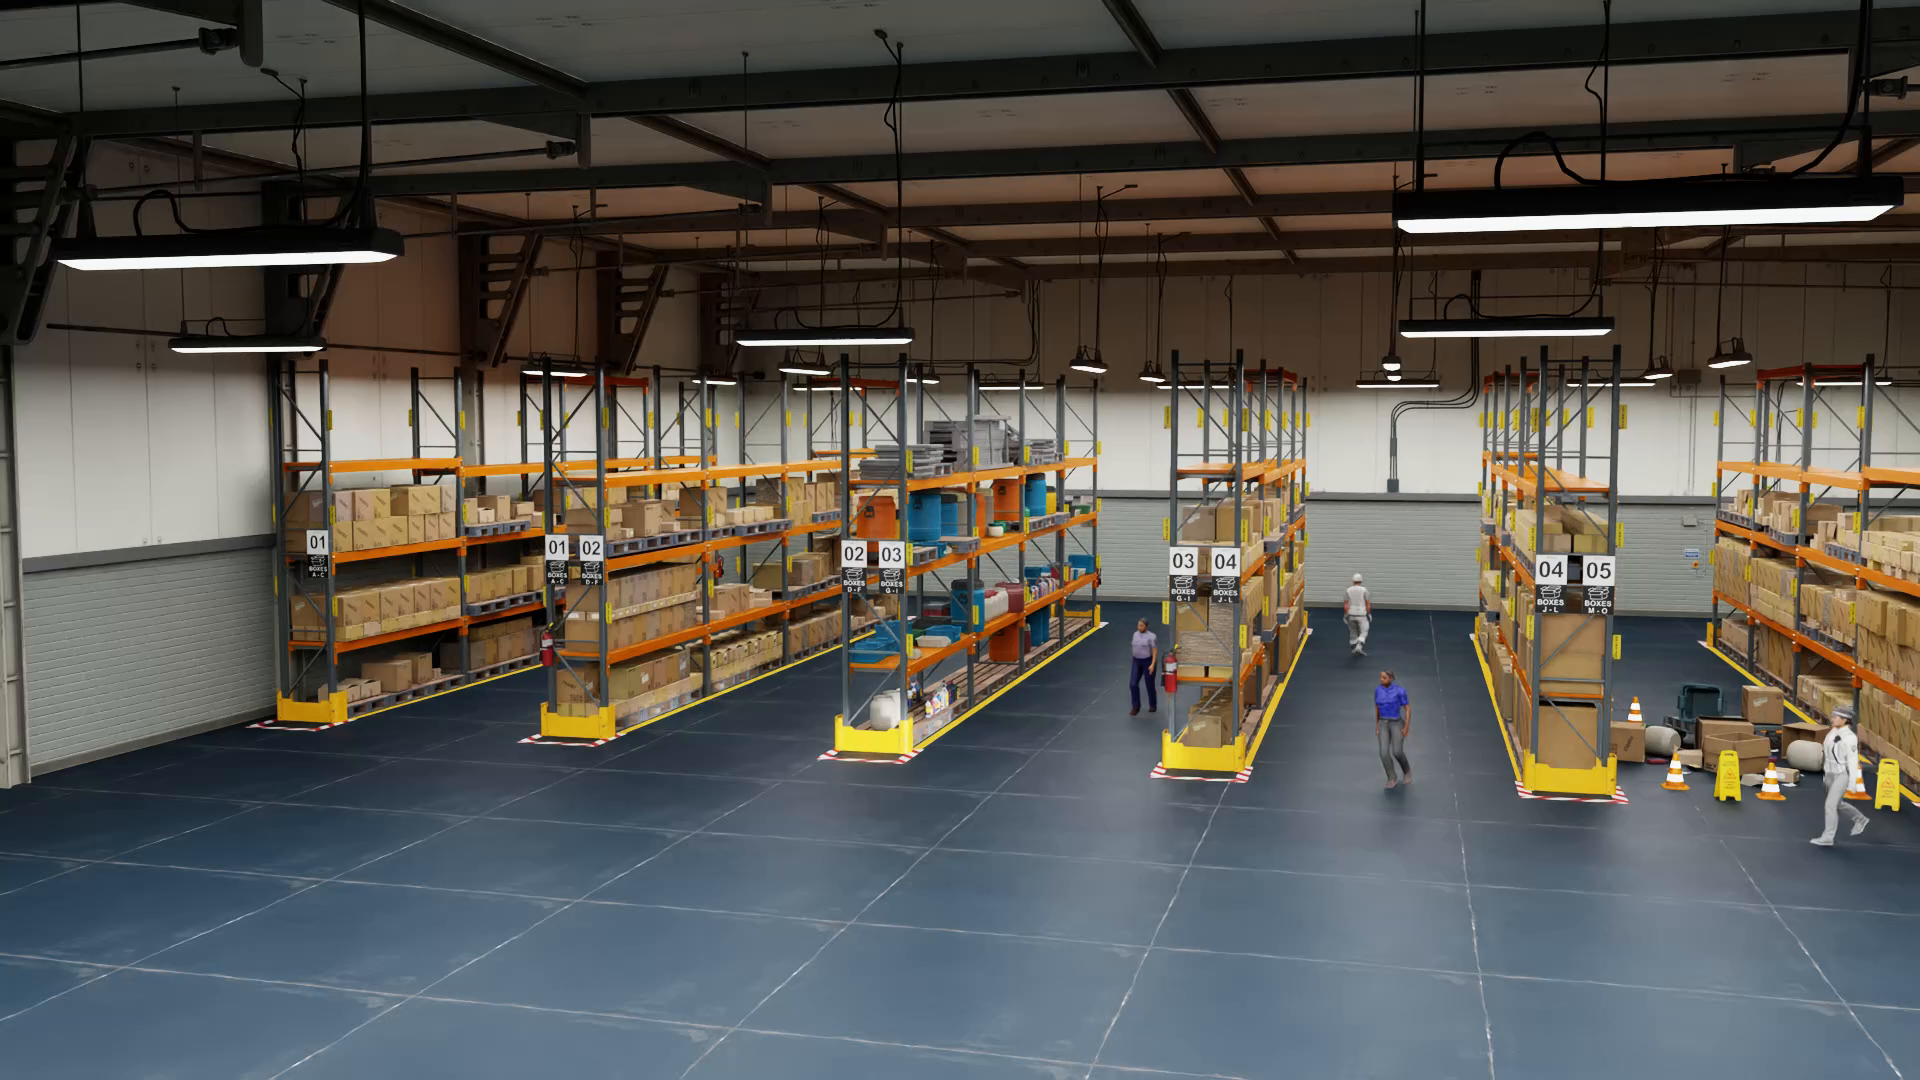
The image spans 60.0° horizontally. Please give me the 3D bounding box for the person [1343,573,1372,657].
[{"bbox_3d":[8.382,1.592,35.059,0.568,1.781,0.874,2,5,28],"label":"person"}]

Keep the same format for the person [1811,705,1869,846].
[{"bbox_3d":[10.418,2.755,19.574,0.887,1.647,0.480,-1,4,-13],"label":"person"}]

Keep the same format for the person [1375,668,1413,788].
[{"bbox_3d":[5.941,2.554,22.791,0.522,1.640,0.486,3,5,38],"label":"person"}]

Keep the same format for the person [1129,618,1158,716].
[{"bbox_3d":[3.150,2.158,28.379,0.525,1.685,0.594,3,5,35],"label":"person"}]
